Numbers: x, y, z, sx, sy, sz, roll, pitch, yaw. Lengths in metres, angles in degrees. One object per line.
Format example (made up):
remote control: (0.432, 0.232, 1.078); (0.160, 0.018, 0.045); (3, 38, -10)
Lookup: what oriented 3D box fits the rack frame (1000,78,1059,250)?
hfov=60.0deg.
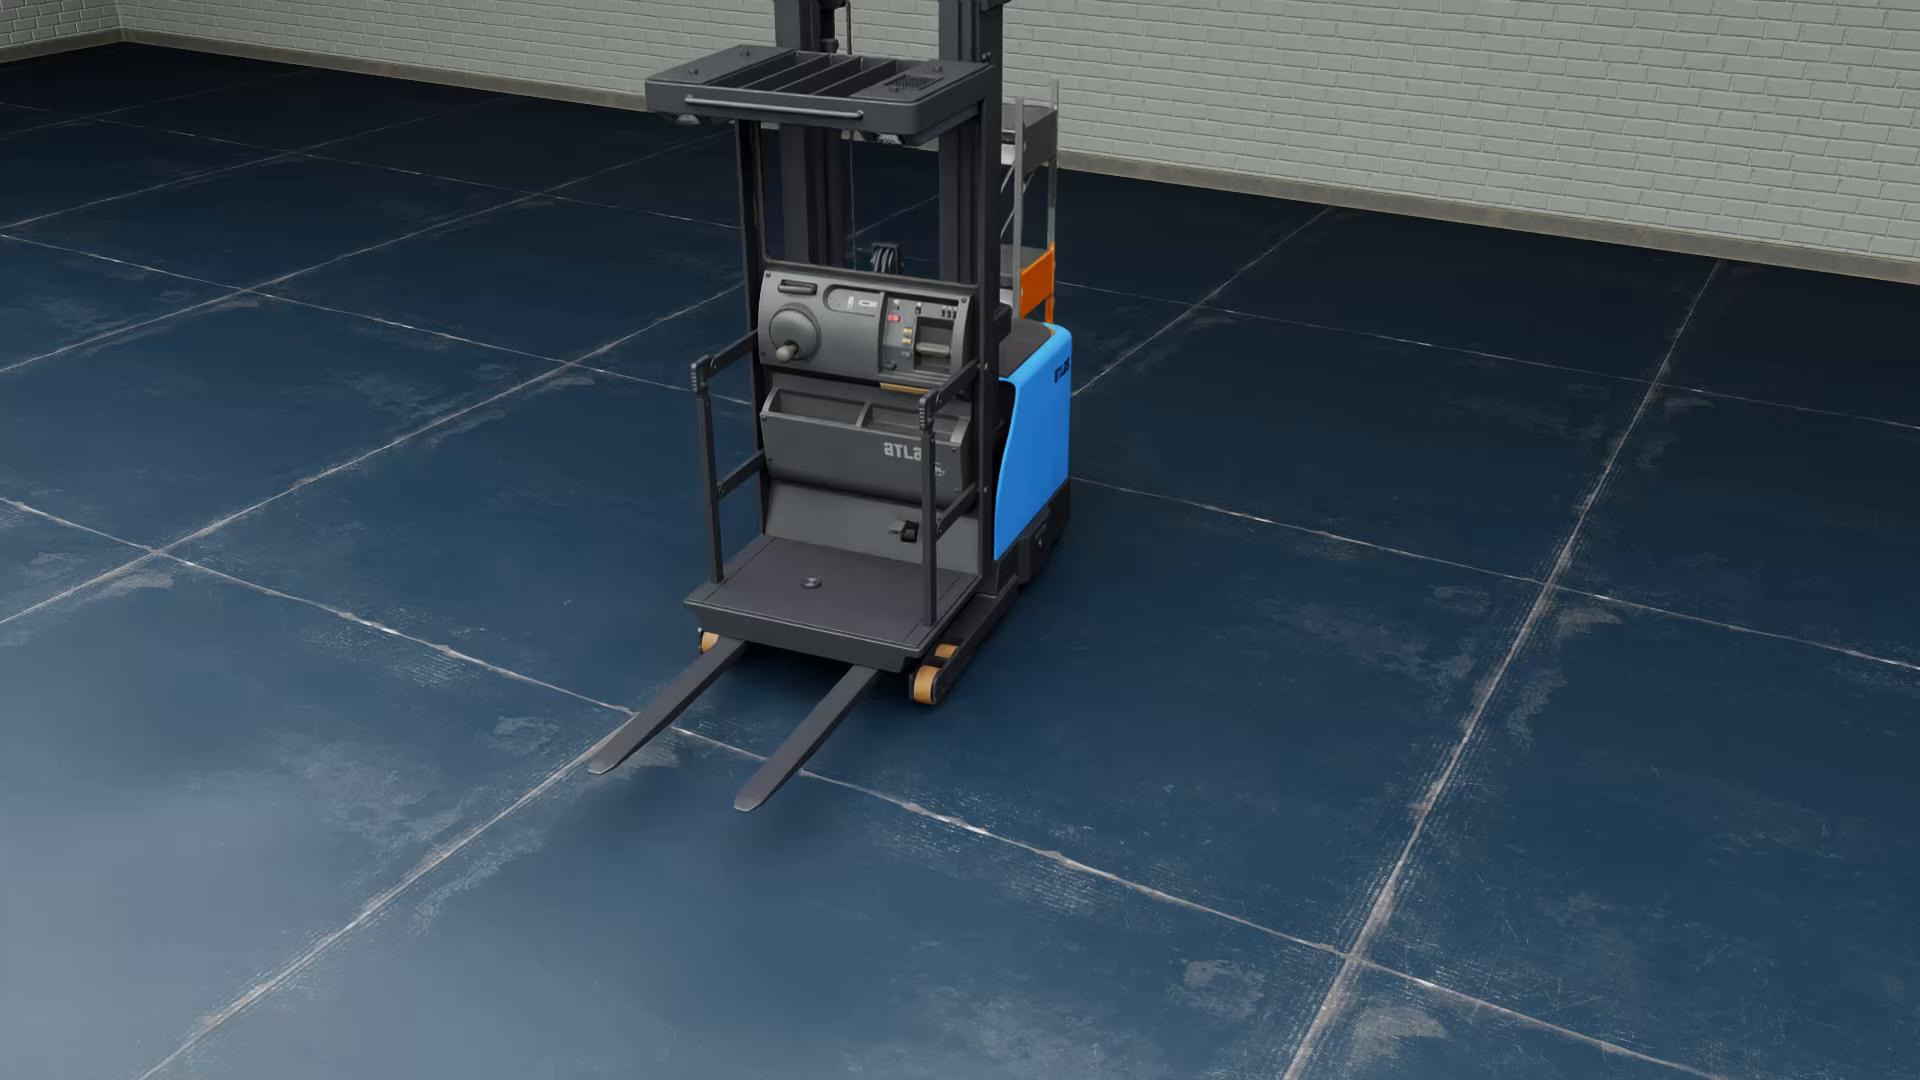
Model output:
rack frame: (0.287, -1.307, 8.514); (0.400, 2.100, 0.015); (10, 28, 20)

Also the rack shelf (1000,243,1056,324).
rack shelf: (0.195, -1.193, 8.318); (0.431, 0.518, 0.480); (10, 28, 20)

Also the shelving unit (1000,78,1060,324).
shelving unit: (0.195, -1.205, 8.312); (0.431, 2.100, 0.503); (10, 28, 20)

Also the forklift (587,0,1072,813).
forklift: (-0.481, -0.840, 6.654); (1.130, 2.935, 3.031); (10, 28, 20)

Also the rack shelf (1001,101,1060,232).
rack shelf: (0.195, -1.819, 8.005); (0.431, 0.518, 0.480); (10, 28, 20)

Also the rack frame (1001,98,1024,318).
rack frame: (0.103, -1.104, 8.110); (0.400, 2.100, 0.015); (10, 28, 20)
